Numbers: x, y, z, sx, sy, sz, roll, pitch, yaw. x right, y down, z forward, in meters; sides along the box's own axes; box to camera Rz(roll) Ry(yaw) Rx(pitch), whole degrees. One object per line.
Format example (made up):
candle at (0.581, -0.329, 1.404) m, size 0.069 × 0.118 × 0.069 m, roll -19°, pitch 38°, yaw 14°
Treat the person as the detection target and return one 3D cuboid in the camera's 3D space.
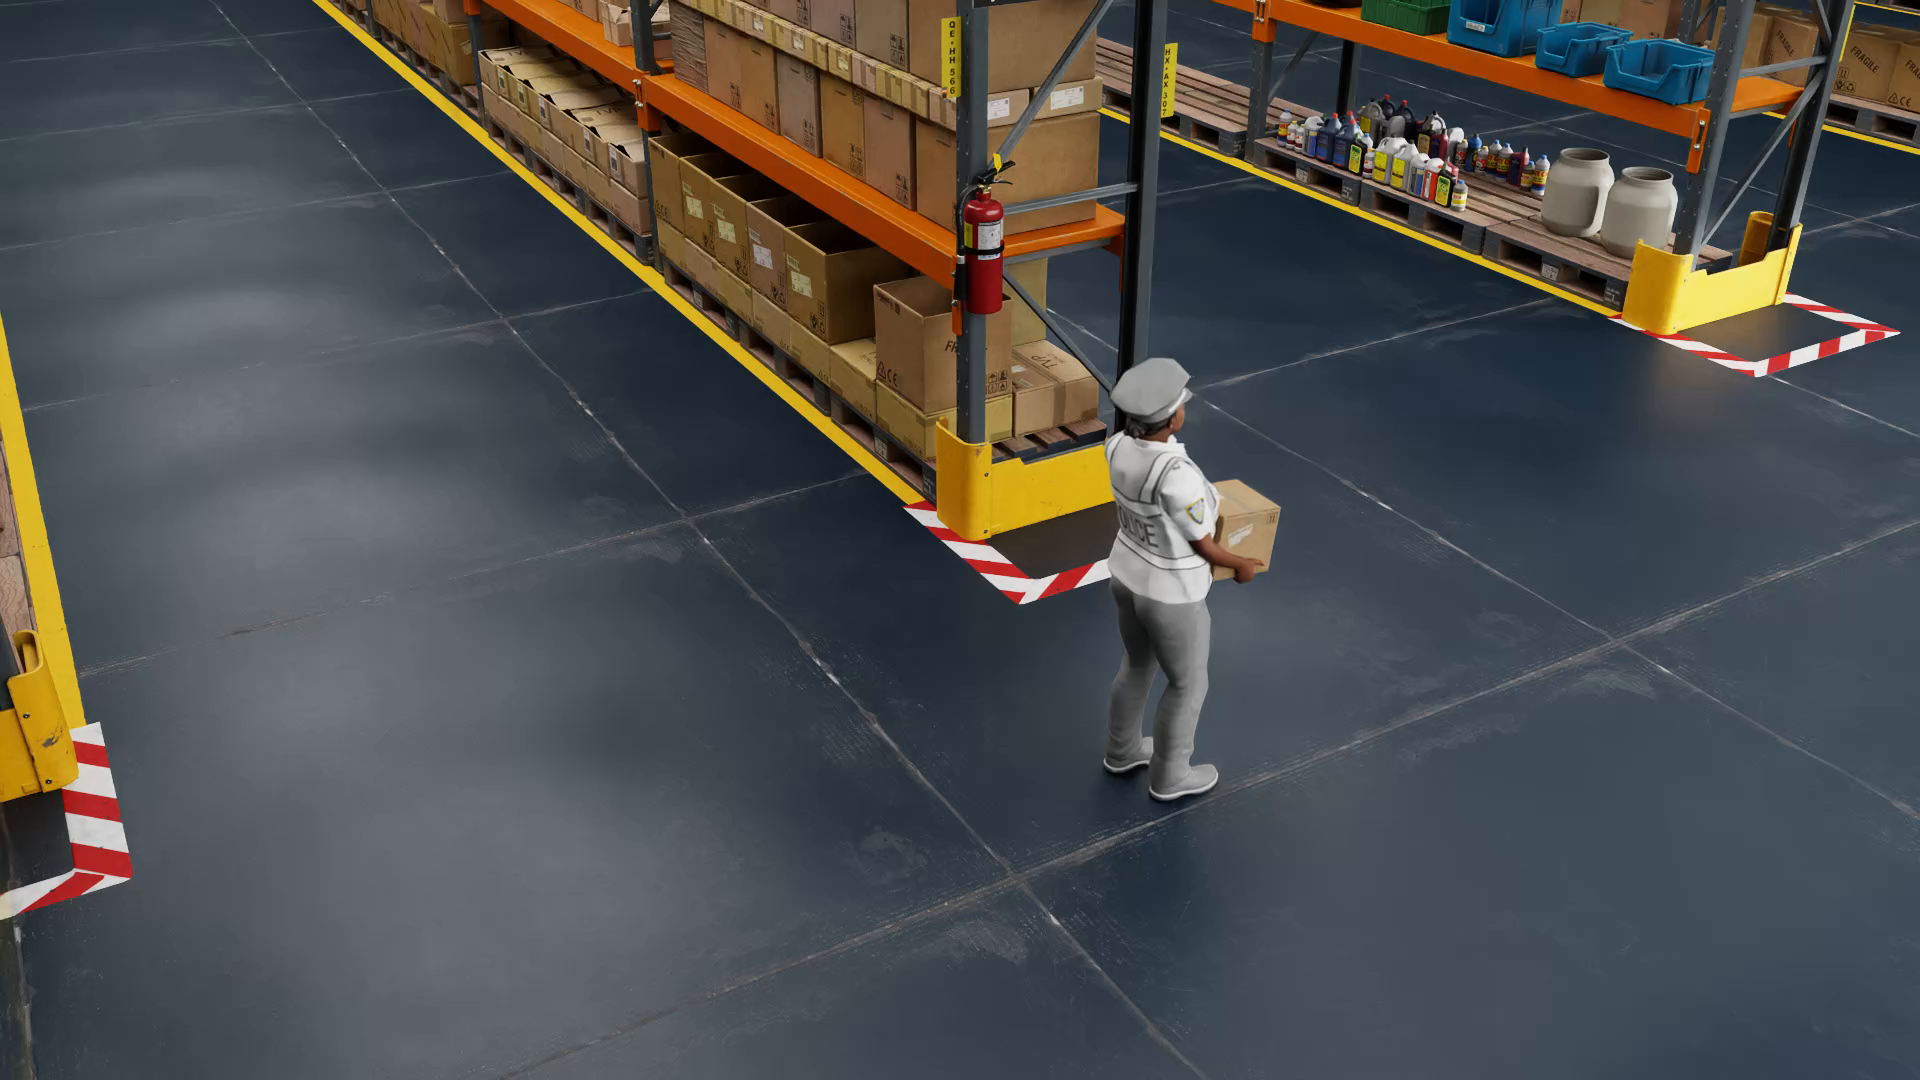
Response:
person at (0.766, 0.143, 5.845) m, size 0.539 × 1.687 × 0.450 m, roll -15°, pitch 33°, yaw -25°
